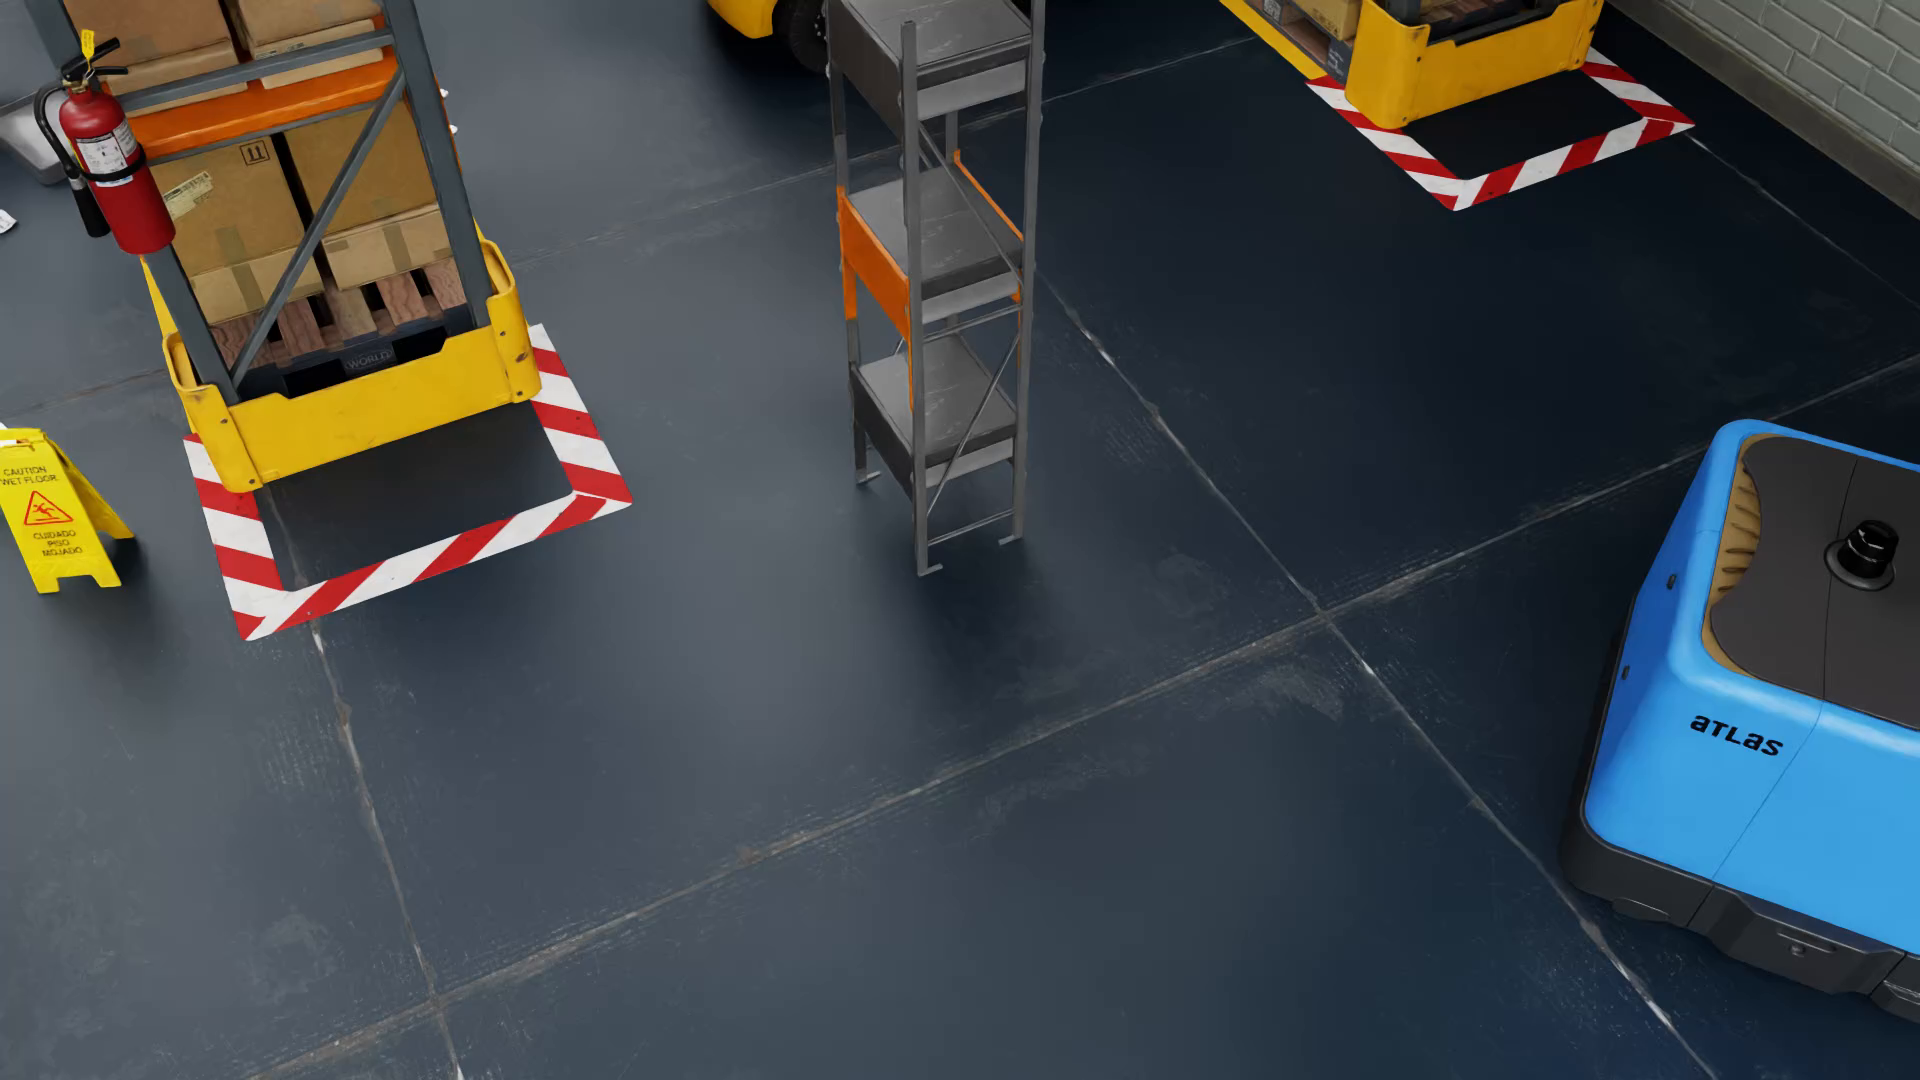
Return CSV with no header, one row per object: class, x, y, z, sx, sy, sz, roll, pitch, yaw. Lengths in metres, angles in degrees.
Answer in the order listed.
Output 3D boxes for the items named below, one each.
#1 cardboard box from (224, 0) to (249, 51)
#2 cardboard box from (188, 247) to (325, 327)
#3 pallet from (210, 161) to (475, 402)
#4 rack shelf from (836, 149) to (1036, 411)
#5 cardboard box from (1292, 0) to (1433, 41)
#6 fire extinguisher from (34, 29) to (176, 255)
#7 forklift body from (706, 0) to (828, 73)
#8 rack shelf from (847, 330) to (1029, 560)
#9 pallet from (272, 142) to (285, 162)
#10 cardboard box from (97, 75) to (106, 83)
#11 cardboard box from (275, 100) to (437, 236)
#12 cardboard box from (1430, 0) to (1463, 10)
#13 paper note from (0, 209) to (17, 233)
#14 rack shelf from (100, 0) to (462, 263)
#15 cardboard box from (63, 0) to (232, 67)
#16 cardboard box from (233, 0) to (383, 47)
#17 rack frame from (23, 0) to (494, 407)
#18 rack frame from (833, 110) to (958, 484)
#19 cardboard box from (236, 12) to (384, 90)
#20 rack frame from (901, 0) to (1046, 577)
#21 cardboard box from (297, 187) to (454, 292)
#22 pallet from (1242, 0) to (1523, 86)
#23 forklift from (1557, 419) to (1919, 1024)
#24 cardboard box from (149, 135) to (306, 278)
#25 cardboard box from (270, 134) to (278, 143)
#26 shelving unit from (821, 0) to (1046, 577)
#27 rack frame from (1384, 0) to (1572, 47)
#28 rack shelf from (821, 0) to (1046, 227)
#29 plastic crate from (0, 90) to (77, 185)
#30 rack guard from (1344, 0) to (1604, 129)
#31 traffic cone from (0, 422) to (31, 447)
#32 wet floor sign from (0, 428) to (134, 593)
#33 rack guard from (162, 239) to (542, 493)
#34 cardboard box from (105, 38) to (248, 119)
cardboard box,-2.214,-1.781,5.482,0.380,0.149,0.250,-20,52,-17
cardboard box,-2.734,-1.098,6.266,0.500,0.250,0.500,-21,52,-18
pallet,-2.489,-1.090,6.563,1.003,0.211,1.213,-21,52,-18
rack shelf,-0.076,-0.793,5.067,0.431,0.518,0.480,-21,52,-18
cardboard box,1.802,-2.552,7.537,0.500,0.250,0.500,-21,52,-17
fire extinguisher,-2.471,-1.140,4.806,0.296,0.674,0.183,-21,52,-18
forklift body,-0.192,-3.475,7.360,2.313,2.155,1.214,-21,52,-18
rack shelf,-0.076,-0.332,5.594,0.431,0.518,0.480,-21,52,-18
pallet,-3.043,-1.905,7.276,1.003,0.211,1.213,-21,52,-18
cardboard box,-2.690,-1.626,5.346,0.380,0.149,0.250,-22,52,-18
cardboard box,-2.249,-1.532,6.146,0.500,0.500,0.500,-23,53,-19
cardboard box,2.247,-2.742,7.703,0.500,0.250,0.500,-21,52,-17
paper note,-3.997,-1.311,6.877,0.148,0.019,0.142,35,57,27
rack shelf,-3.029,-2.503,6.424,1.077,0.370,4.000,-21,52,-18
cardboard box,-2.607,-1.800,5.068,0.500,0.500,0.500,-22,52,-18
cardboard box,-2.084,-1.944,5.194,0.500,0.500,0.500,-22,52,-18
rack frame,-2.114,-1.401,4.983,1.000,3.000,0.127,-21,52,-18
rack frame,-0.187,-0.965,5.199,0.400,2.100,0.015,-21,52,-18
cardboard box,-2.085,-1.617,5.338,0.380,0.149,0.250,-21,52,-17
rack frame,0.036,-0.639,4.914,0.400,2.100,0.015,-21,52,-18
cardboard box,-2.237,-1.269,6.415,0.500,0.250,0.500,-22,52,-18
pallet,1.911,-2.693,7.965,1.003,0.211,1.213,-21,52,-18
forklift,3.298,0.178,3.647,3.031,2.935,1.130,19,52,16
cardboard box,-2.712,-1.327,5.968,0.500,0.500,0.500,-21,52,-17
cardboard box,-2.725,-1.974,7.032,0.500,0.250,0.500,-18,51,-15
shelving unit,-0.076,-0.802,5.057,0.431,2.100,0.503,-21,52,-18
rack frame,2.298,-3.113,6.480,1.000,3.000,0.127,-21,52,-18
rack shelf,-0.076,-1.254,4.540,0.431,0.518,0.480,-21,52,-18
plastic crate,-3.955,-1.784,7.257,0.583,0.080,0.402,35,57,27
rack guard,2.309,-2.274,7.407,1.175,0.500,0.348,-21,52,-18
traffic cone,-3.458,-0.409,5.801,0.336,0.463,0.334,-21,52,-18
wet floor sign,-2.978,-0.130,5.435,0.267,0.644,0.232,-5,49,-5
rack guard,-2.149,-0.629,5.968,1.175,0.500,0.348,-21,52,-18
cardboard box,-2.475,-1.495,5.232,0.380,0.149,0.250,-20,52,-16
